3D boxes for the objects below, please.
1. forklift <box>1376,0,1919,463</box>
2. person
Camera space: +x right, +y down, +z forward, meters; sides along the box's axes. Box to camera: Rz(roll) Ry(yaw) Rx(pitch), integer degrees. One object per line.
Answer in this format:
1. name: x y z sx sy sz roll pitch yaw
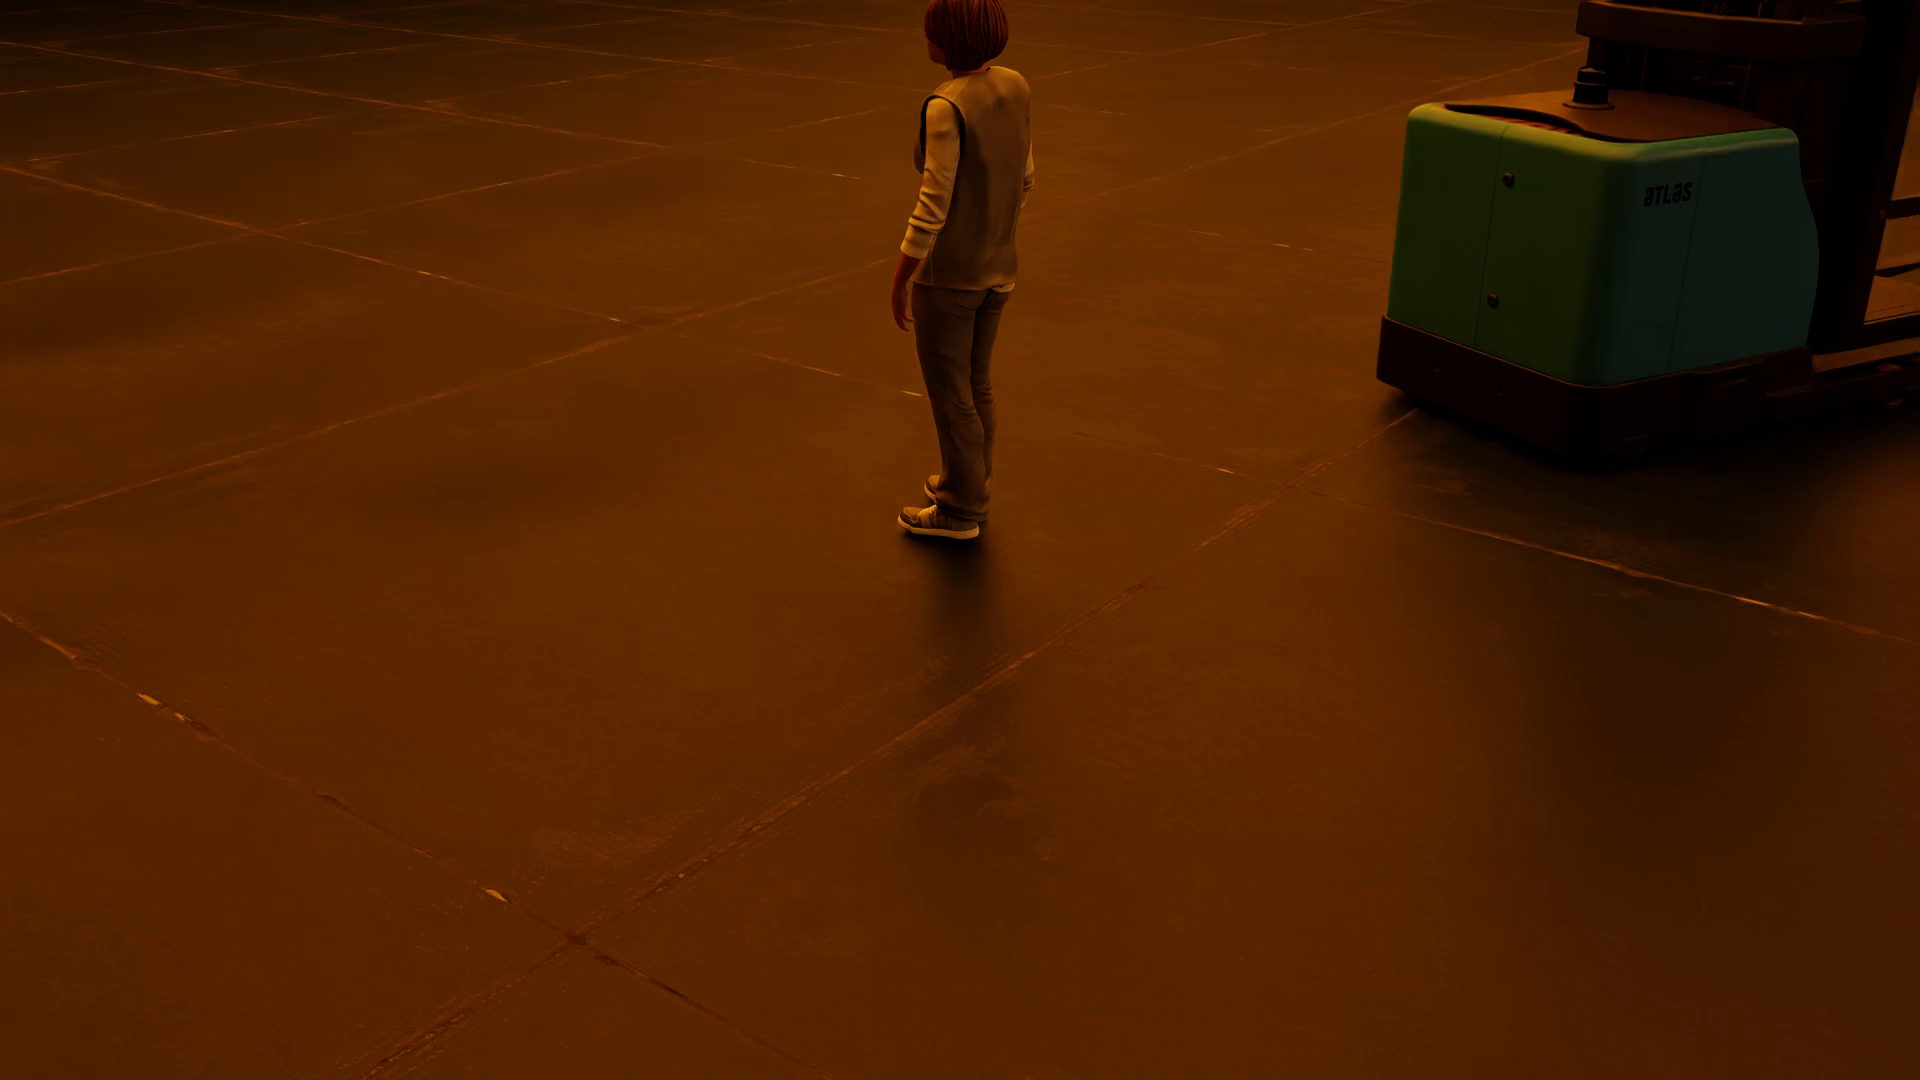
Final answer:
1. forklift: 3.108 -2.001 5.944 3.031 2.935 1.130 -12 26 -25
2. person: -0.050 -0.762 4.745 0.475 1.597 0.520 17 29 34
